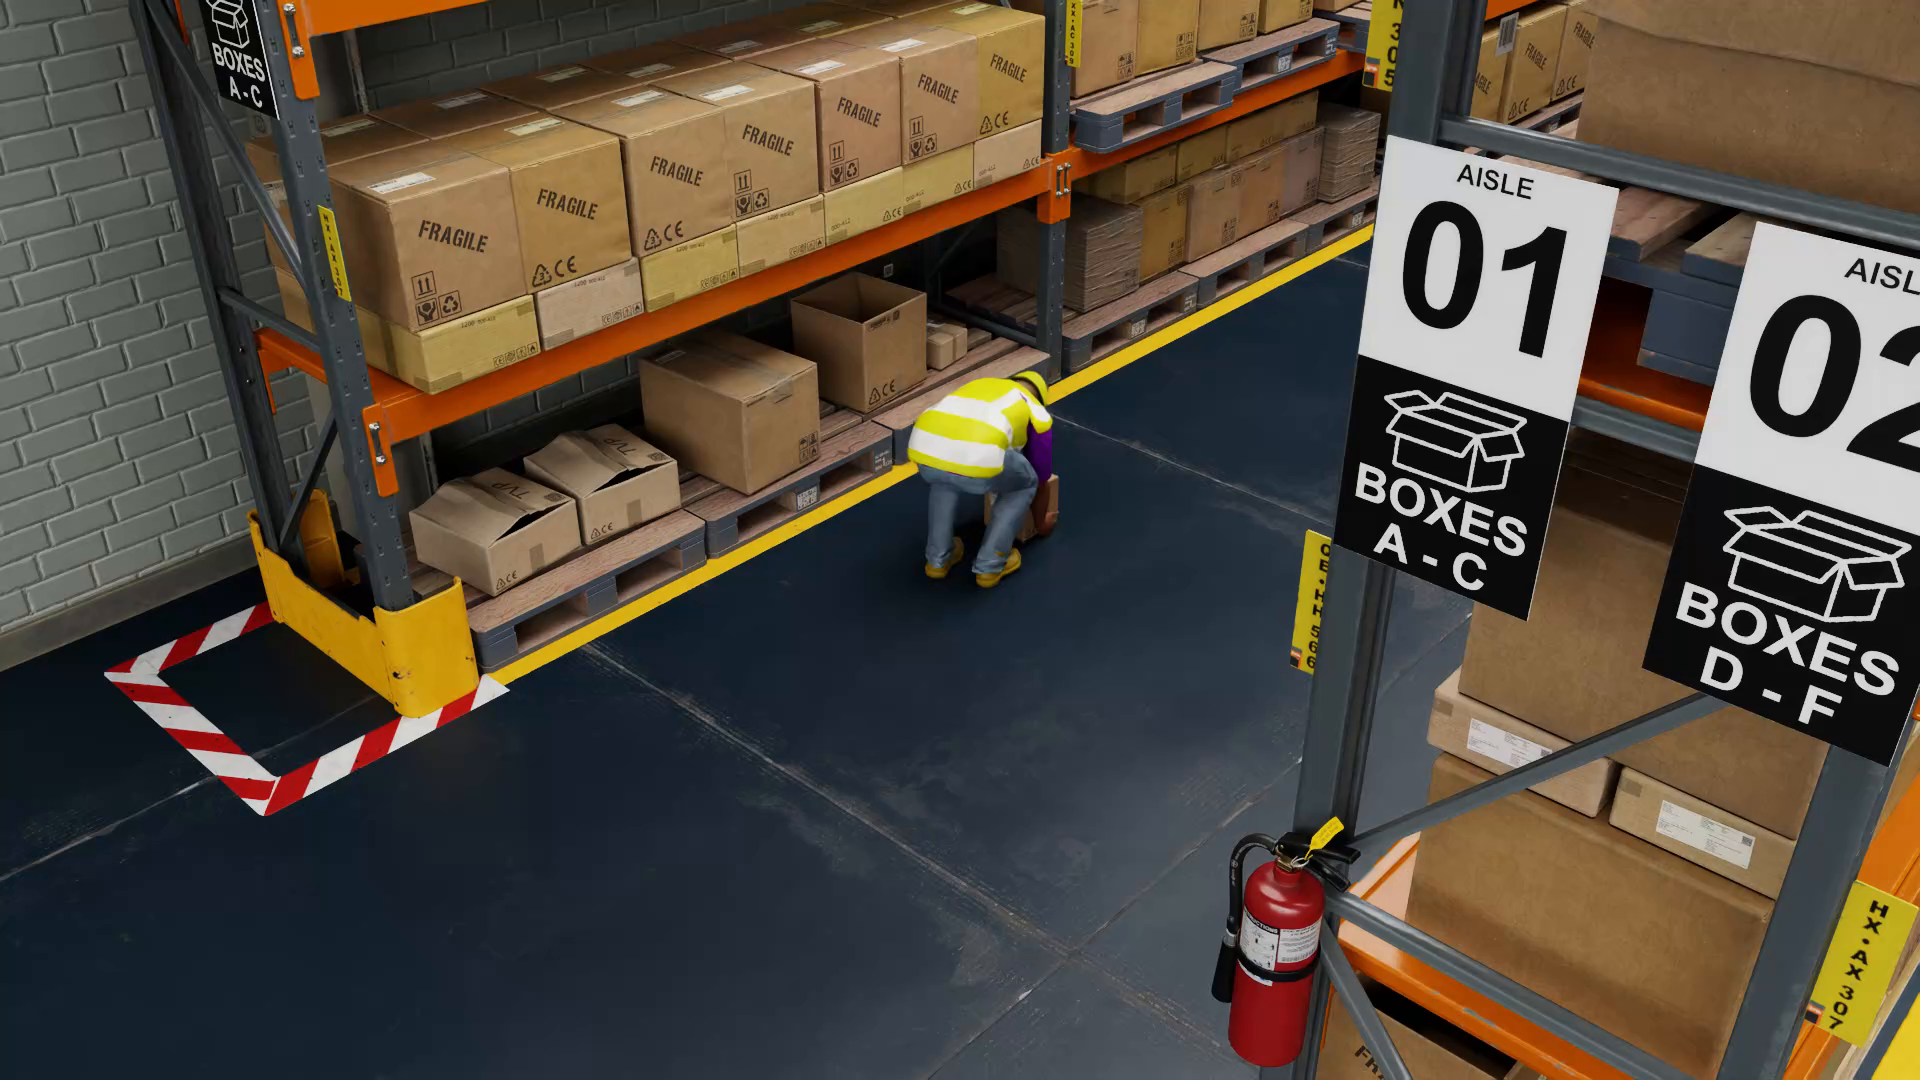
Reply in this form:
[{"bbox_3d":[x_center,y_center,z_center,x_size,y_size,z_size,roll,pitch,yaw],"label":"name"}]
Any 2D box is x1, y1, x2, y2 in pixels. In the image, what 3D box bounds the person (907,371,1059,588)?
[{"bbox_3d":[0.125,-0.317,7.482,0.507,0.907,0.978,15,34,23],"label":"person"}]
